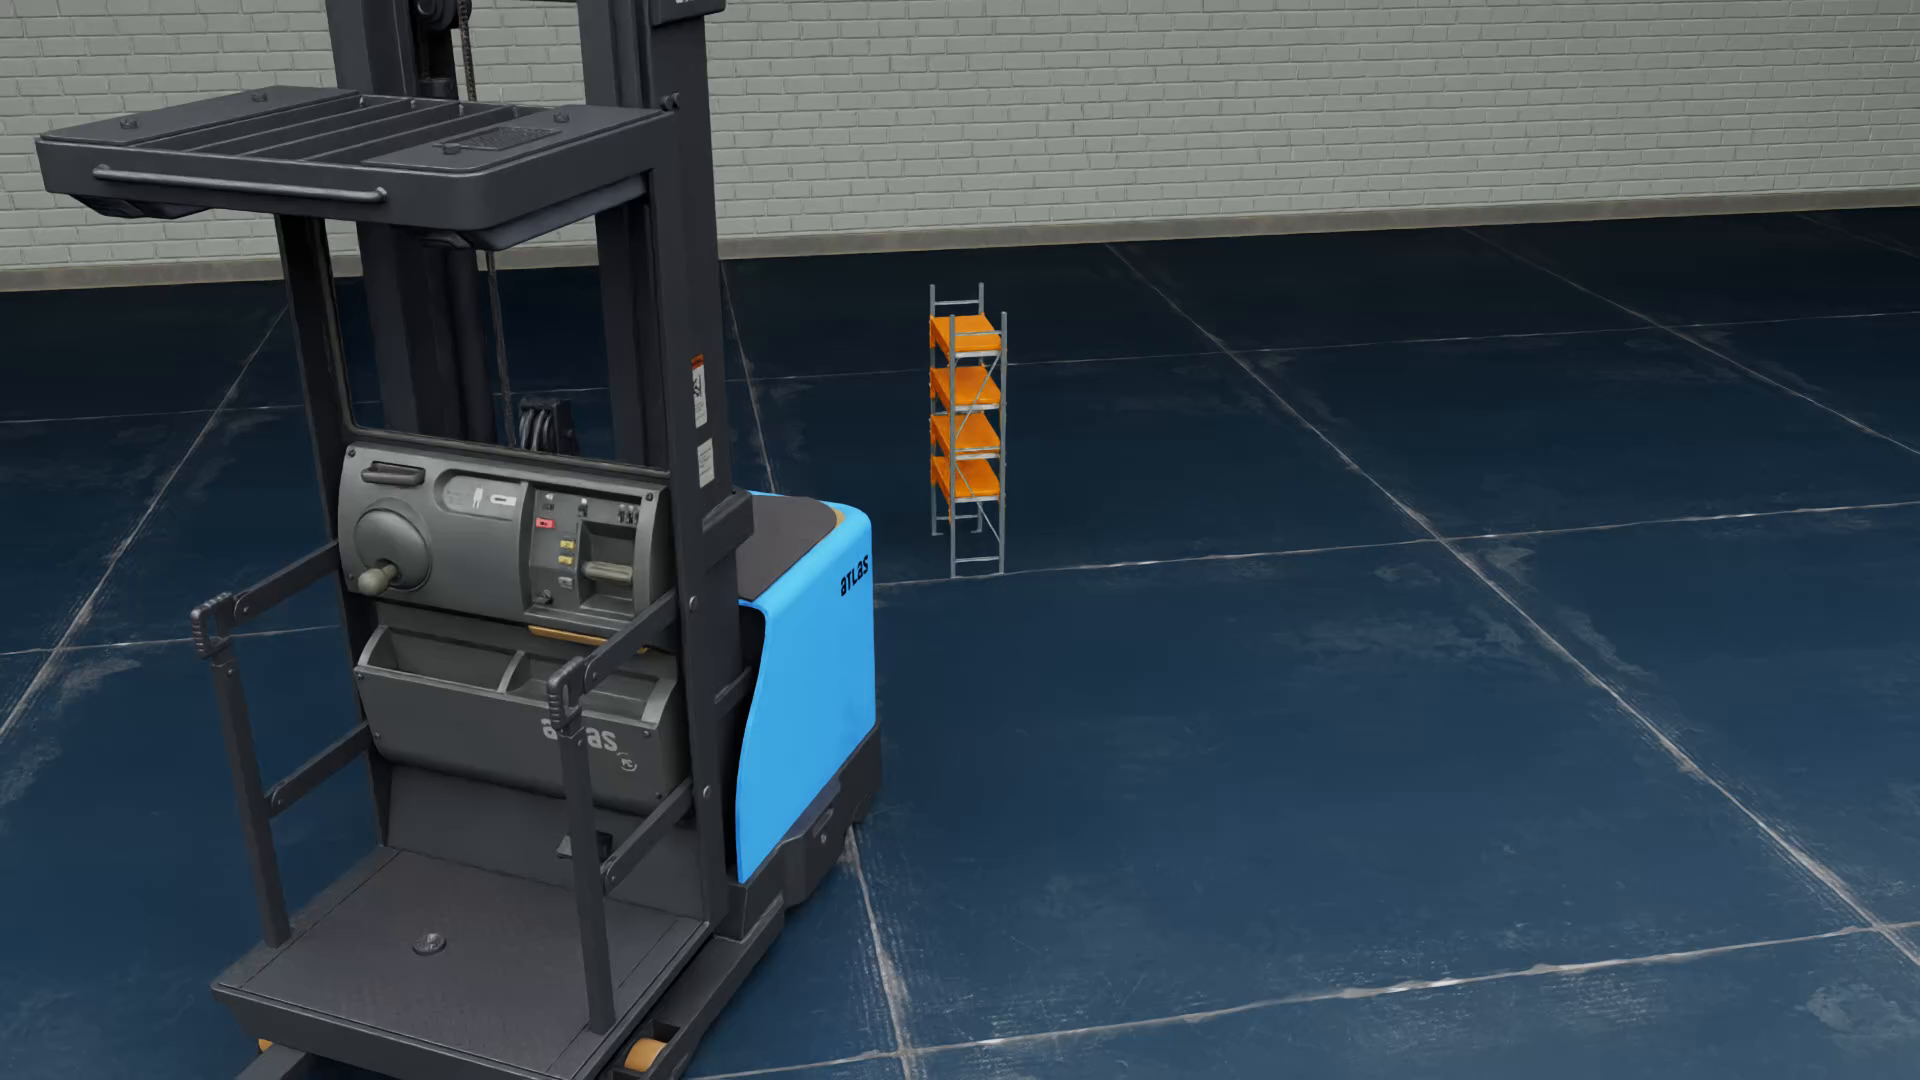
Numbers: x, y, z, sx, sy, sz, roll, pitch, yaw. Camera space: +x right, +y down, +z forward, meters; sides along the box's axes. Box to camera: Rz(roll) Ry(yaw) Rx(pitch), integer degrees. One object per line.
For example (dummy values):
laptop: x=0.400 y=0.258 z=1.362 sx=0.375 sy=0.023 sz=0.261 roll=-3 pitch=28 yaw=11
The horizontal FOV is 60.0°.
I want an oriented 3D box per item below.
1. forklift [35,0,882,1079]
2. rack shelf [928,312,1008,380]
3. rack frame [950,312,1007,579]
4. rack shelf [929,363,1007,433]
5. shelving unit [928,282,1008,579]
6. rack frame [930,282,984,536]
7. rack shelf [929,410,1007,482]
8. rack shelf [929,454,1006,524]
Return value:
forklift: x=-1.252 y=0.021 z=4.040 sx=1.130 sy=2.935 sz=3.031 roll=8 pitch=25 yaw=18
rack shelf: x=0.031 y=-0.845 z=7.203 sx=0.258 sy=0.148 sz=0.480 roll=-4 pitch=24 yaw=-10
rack frame: x=0.076 y=-0.389 z=7.141 sx=0.240 sy=1.200 sz=0.015 roll=-4 pitch=24 yaw=-10
rack shelf: x=0.031 y=-0.628 z=7.298 sx=0.258 sy=0.148 sz=0.480 roll=-4 pitch=24 yaw=-10
shelving unit: x=0.031 y=-0.485 z=7.361 sx=0.258 sy=1.200 sz=0.503 roll=-4 pitch=24 yaw=-10
rack frame: x=-0.015 y=-0.581 z=7.581 sx=0.240 sy=1.200 sz=0.015 roll=-4 pitch=24 yaw=-10
rack shelf: x=0.031 y=-0.423 z=7.388 sx=0.258 sy=0.148 sz=0.480 roll=-4 pitch=24 yaw=-10
rack shelf: x=0.031 y=-0.241 z=7.467 sx=0.258 sy=0.148 sz=0.480 roll=-4 pitch=24 yaw=-10
